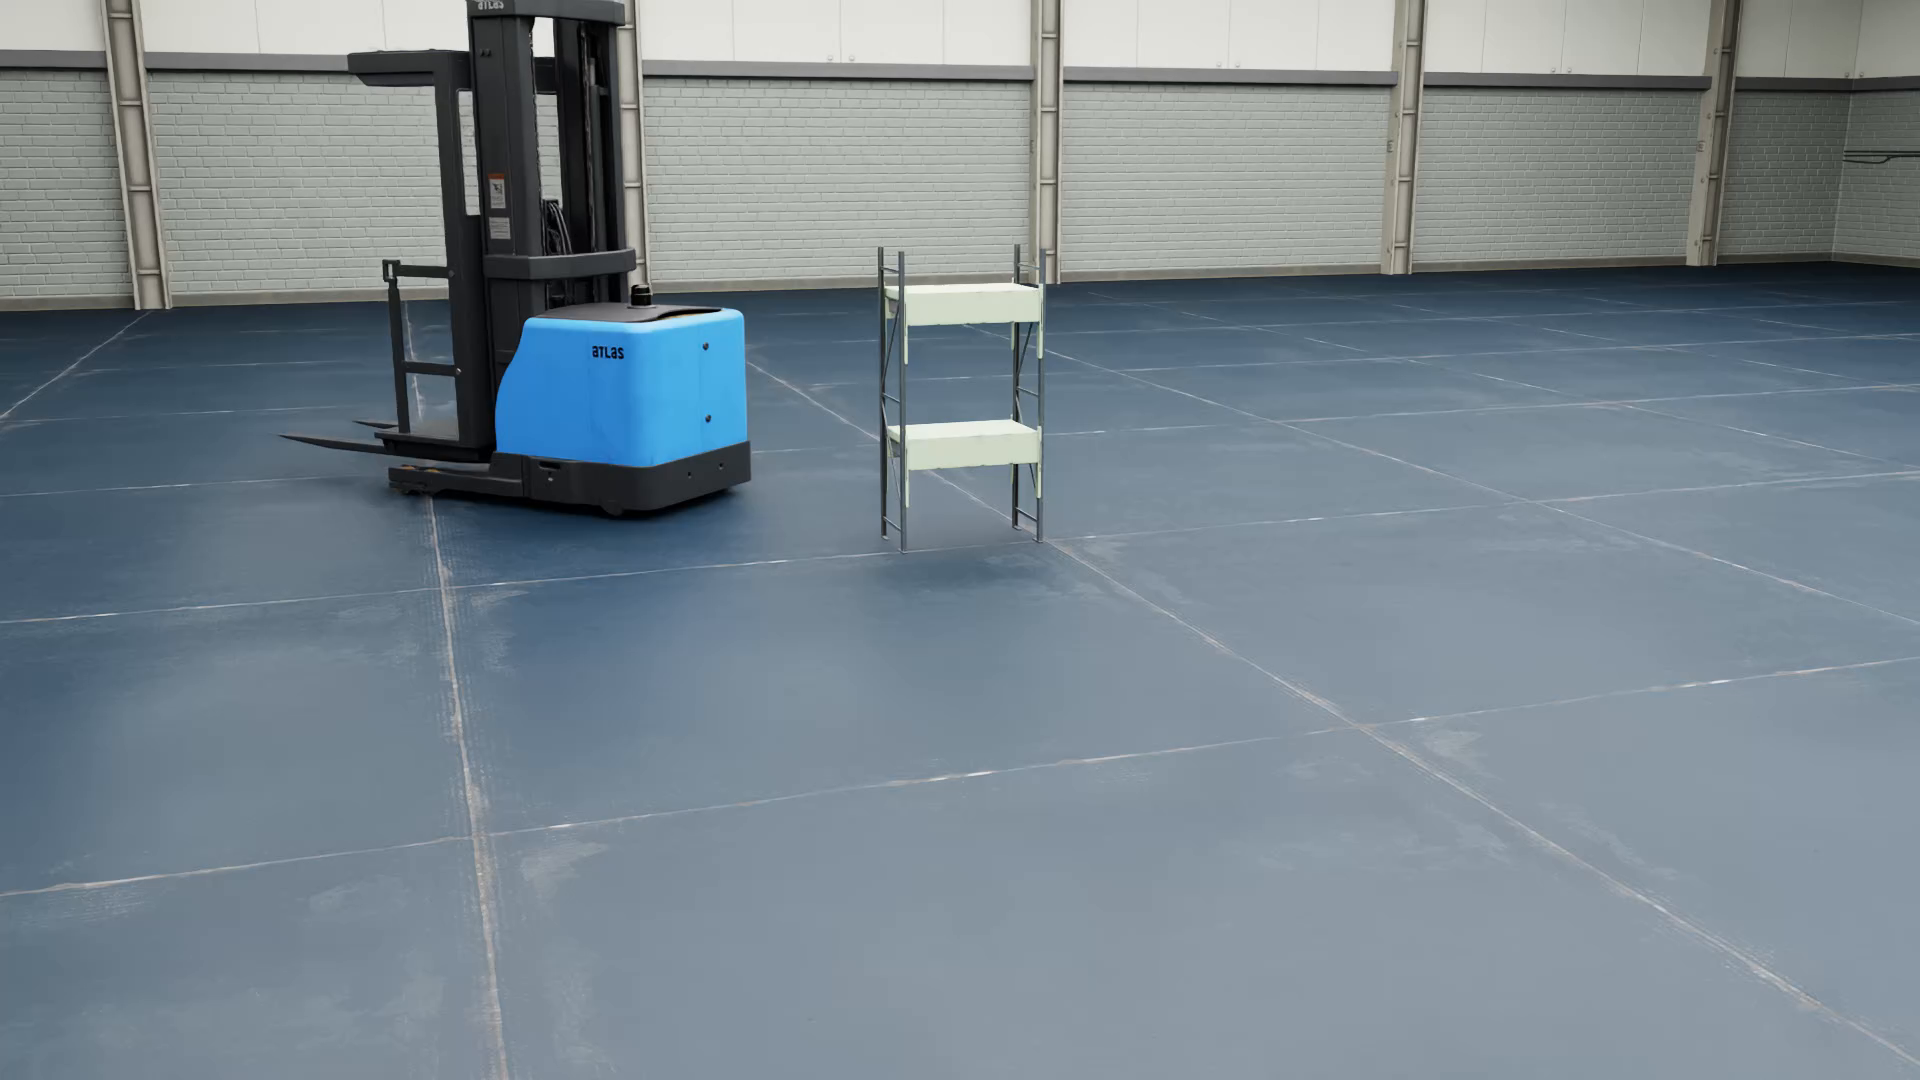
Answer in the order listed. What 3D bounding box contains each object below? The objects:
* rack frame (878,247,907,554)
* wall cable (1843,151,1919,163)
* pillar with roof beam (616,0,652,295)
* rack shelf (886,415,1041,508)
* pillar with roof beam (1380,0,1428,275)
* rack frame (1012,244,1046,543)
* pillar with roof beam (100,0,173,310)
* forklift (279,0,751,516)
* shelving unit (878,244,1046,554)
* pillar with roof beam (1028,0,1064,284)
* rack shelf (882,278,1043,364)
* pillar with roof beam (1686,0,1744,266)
[{"bbox_3d":[-0.341,-0.703,8.358,0.023,1.500,0.400,-4,14,-18],"label":"rack frame"},{"bbox_3d":[15.835,-7.480,27.354,0.112,2.526,3.097,-4,14,-18],"label":"wall cable"},{"bbox_3d":[-3.066,-6.791,17.745,0.400,9.000,9.100,-4,14,-18],"label":"pillar with roof beam"},{"bbox_3d":[0.006,-0.413,8.547,0.720,0.370,0.431,-4,14,-18],"label":"rack shelf"},{"bbox_3d":[8.307,-7.676,21.468,0.400,9.000,9.100,-4,14,-18],"label":"pillar with roof beam"},{"bbox_3d":[0.353,-0.757,8.585,0.023,1.500,0.400,-4,14,-18],"label":"rack frame"},{"bbox_3d":[-8.753,-6.348,15.883,0.400,9.000,9.100,-4,14,-18],"label":"pillar with roof beam"},{"bbox_3d":[-2.782,-1.775,9.770,3.031,2.935,1.130,7,15,27],"label":"forklift"},{"bbox_3d":[0.006,-0.730,8.471,0.755,1.500,0.431,-4,14,-18],"label":"shelving unit"},{"bbox_3d":[2.621,-7.233,19.607,0.400,9.000,9.100,-4,14,-18],"label":"pillar with roof beam"},{"bbox_3d":[0.006,-1.110,8.381,0.720,0.370,0.431,-4,14,-18],"label":"rack shelf"},{"bbox_3d":[13.994,-8.119,23.330,0.400,9.000,9.100,-4,14,-18],"label":"pillar with roof beam"}]
